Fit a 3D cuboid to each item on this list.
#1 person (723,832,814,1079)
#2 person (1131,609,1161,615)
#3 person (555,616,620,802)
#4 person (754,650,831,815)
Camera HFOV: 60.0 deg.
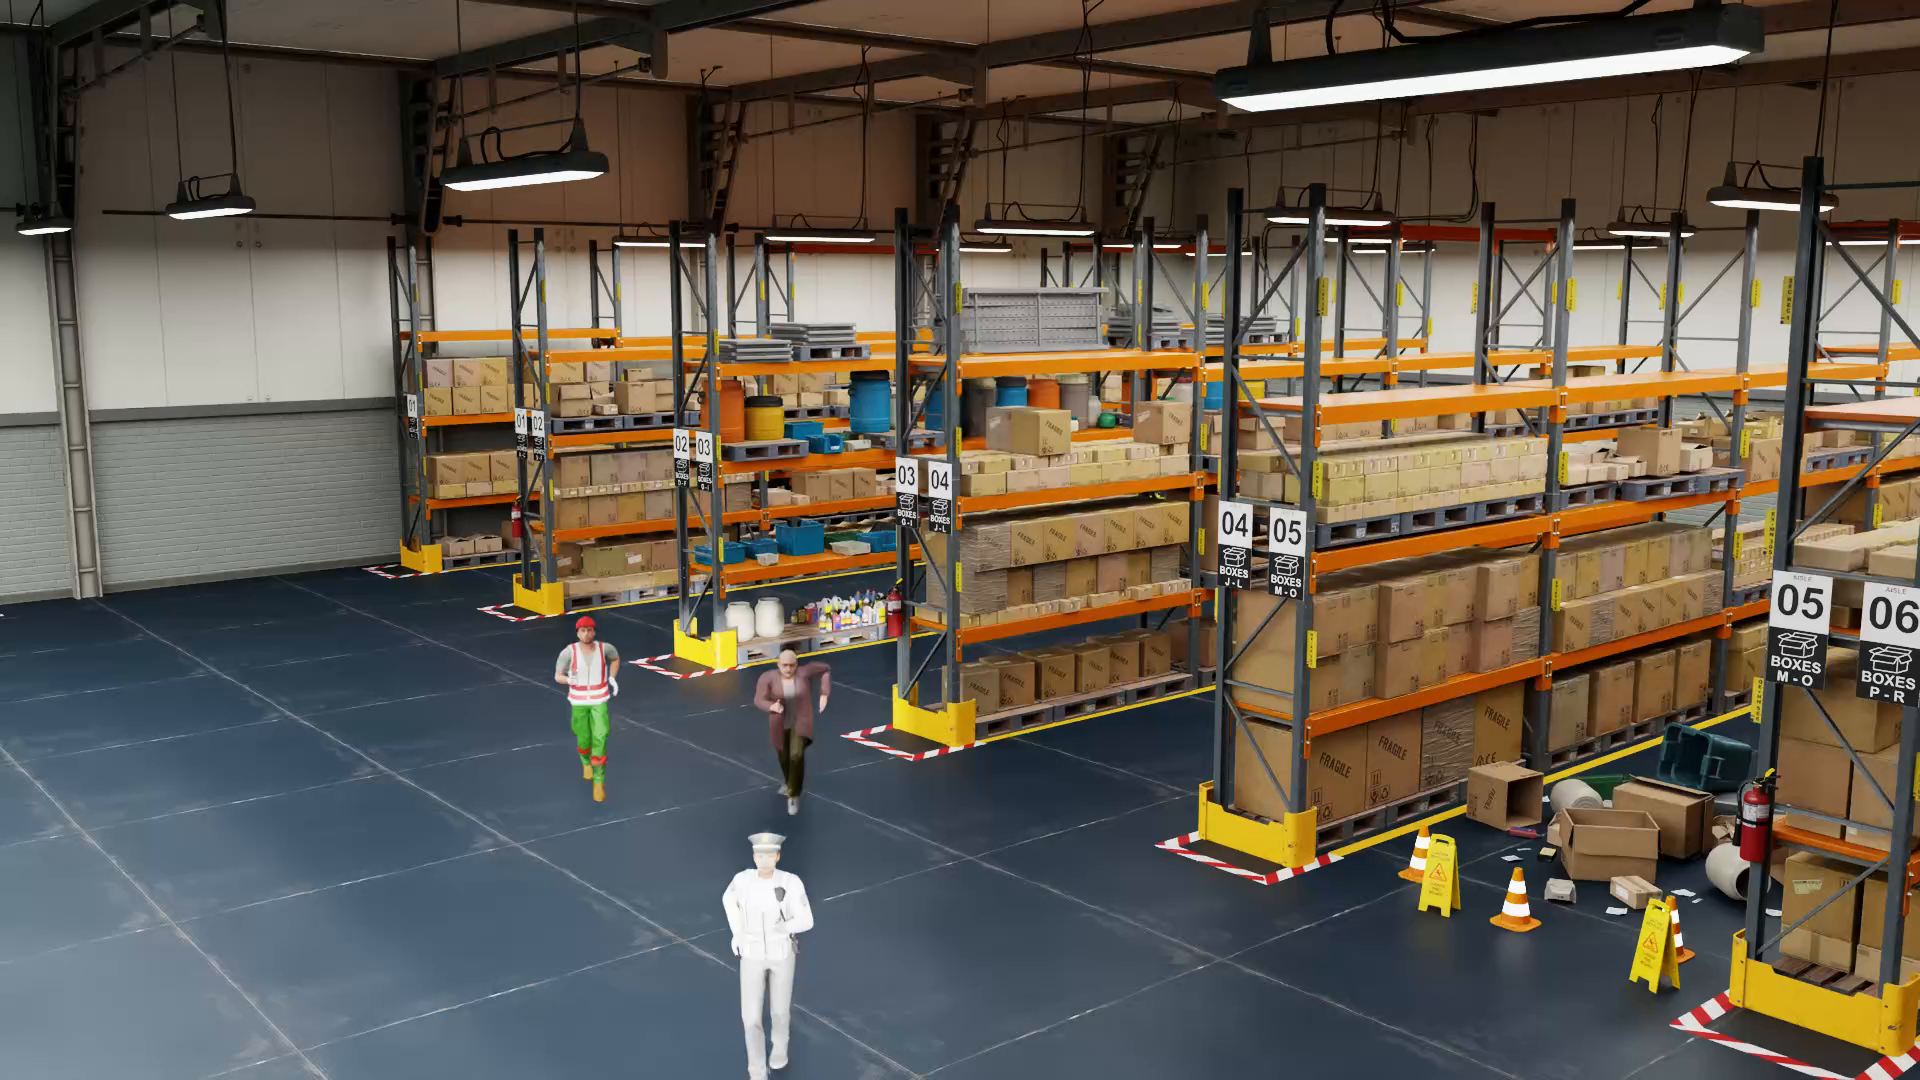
[{"bbox_3d":[-1.234,2.701,10.680,0.598,1.745,0.717,0,9,-3],"label":"person"},{"bbox_3d":[2.707,0.251,24.614,0.731,1.747,0.712,-8,12,-43],"label":"person"},{"bbox_3d":[-3.786,1.667,16.945,0.648,1.809,0.920,-2,9,-12],"label":"person"},{"bbox_3d":[-1.648,1.855,16.440,0.745,1.708,1.068,0,9,-3],"label":"person"}]
